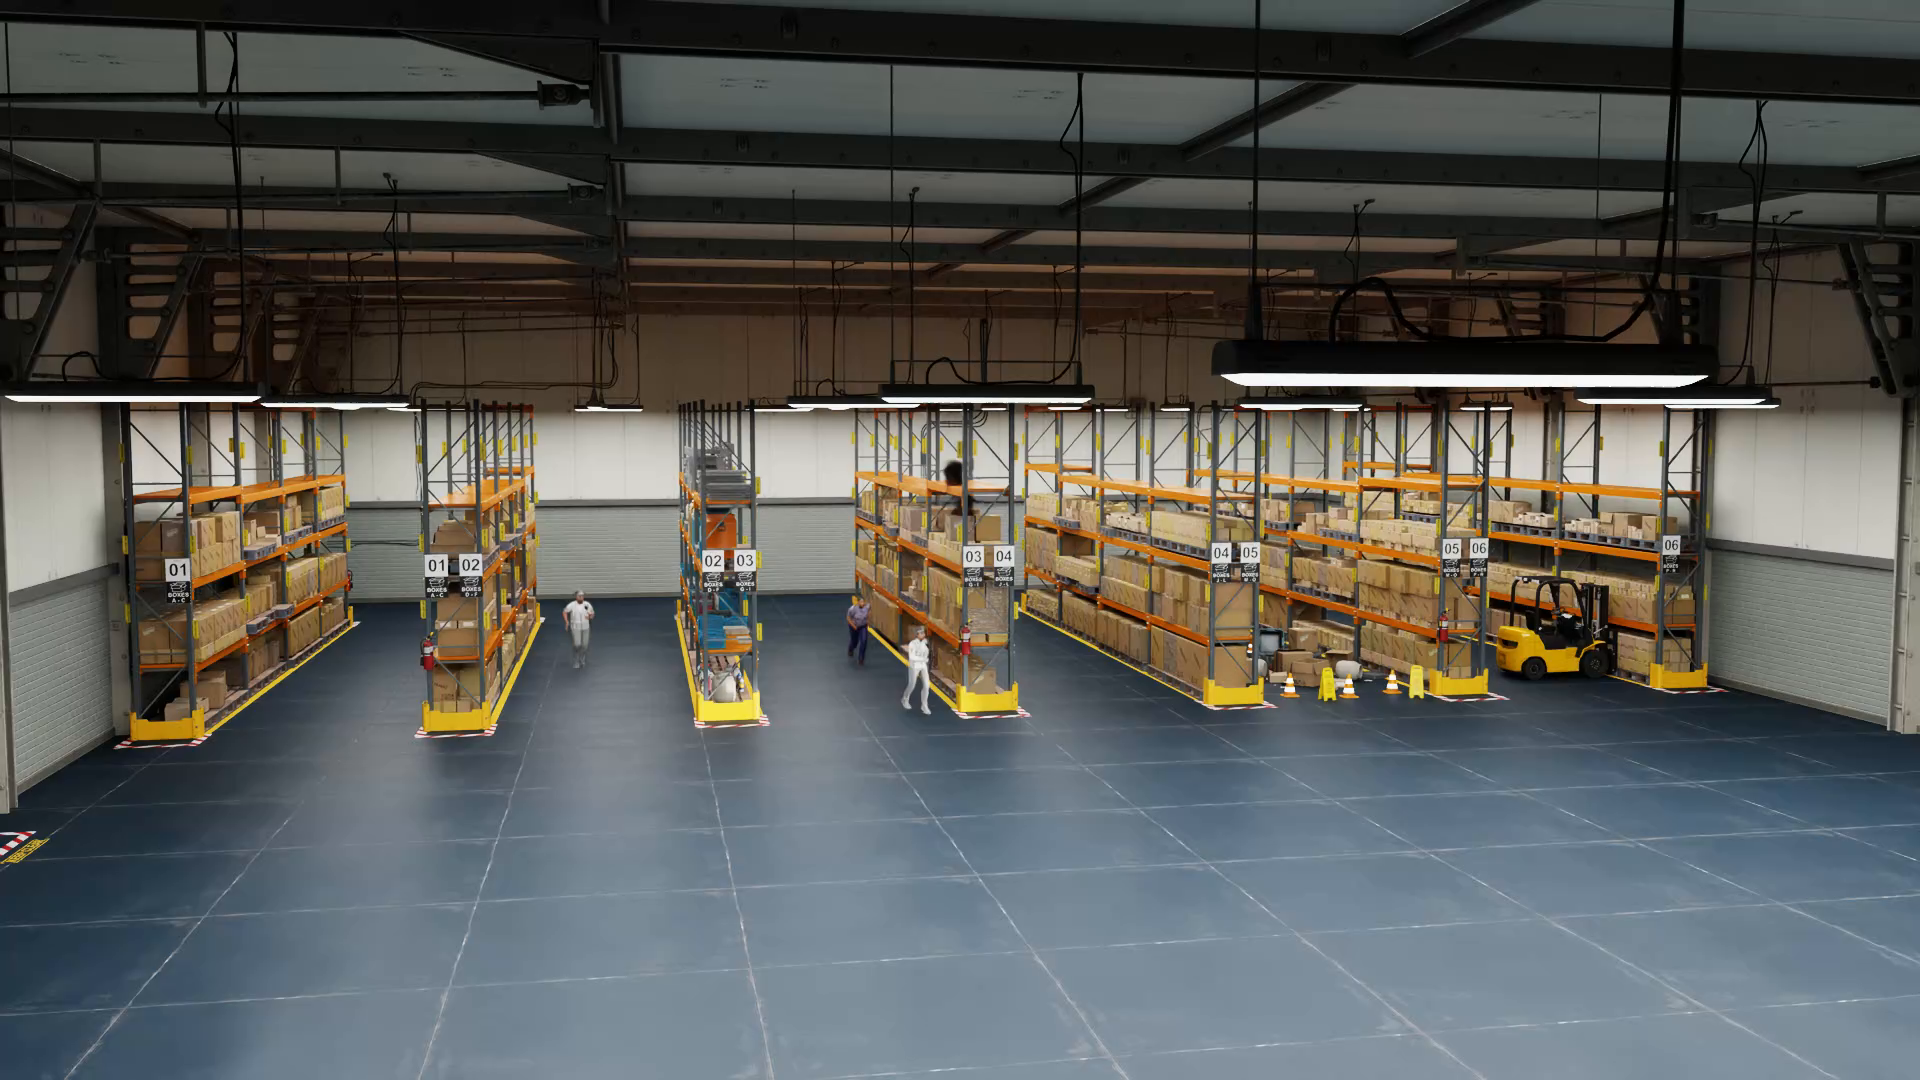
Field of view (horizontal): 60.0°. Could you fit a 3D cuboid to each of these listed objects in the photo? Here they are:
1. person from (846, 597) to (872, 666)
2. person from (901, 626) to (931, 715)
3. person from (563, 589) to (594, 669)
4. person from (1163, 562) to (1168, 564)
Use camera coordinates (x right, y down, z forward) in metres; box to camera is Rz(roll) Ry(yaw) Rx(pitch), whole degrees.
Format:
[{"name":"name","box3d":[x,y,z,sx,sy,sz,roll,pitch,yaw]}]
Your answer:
[{"name":"person","box3d":[-2.360,2.071,38.287,0.629,1.613,0.955,-2,5,-25]},{"name":"person","box3d":[-0.808,2.485,31.859,0.553,1.720,0.989,-3,5,-36]},{"name":"person","box3d":[-8.568,2.022,37.506,0.651,1.815,0.735,-2,5,-25]},{"name":"person","box3d":[5.797,1.447,45.993,0.550,1.647,0.760,-3,5,-34]}]
